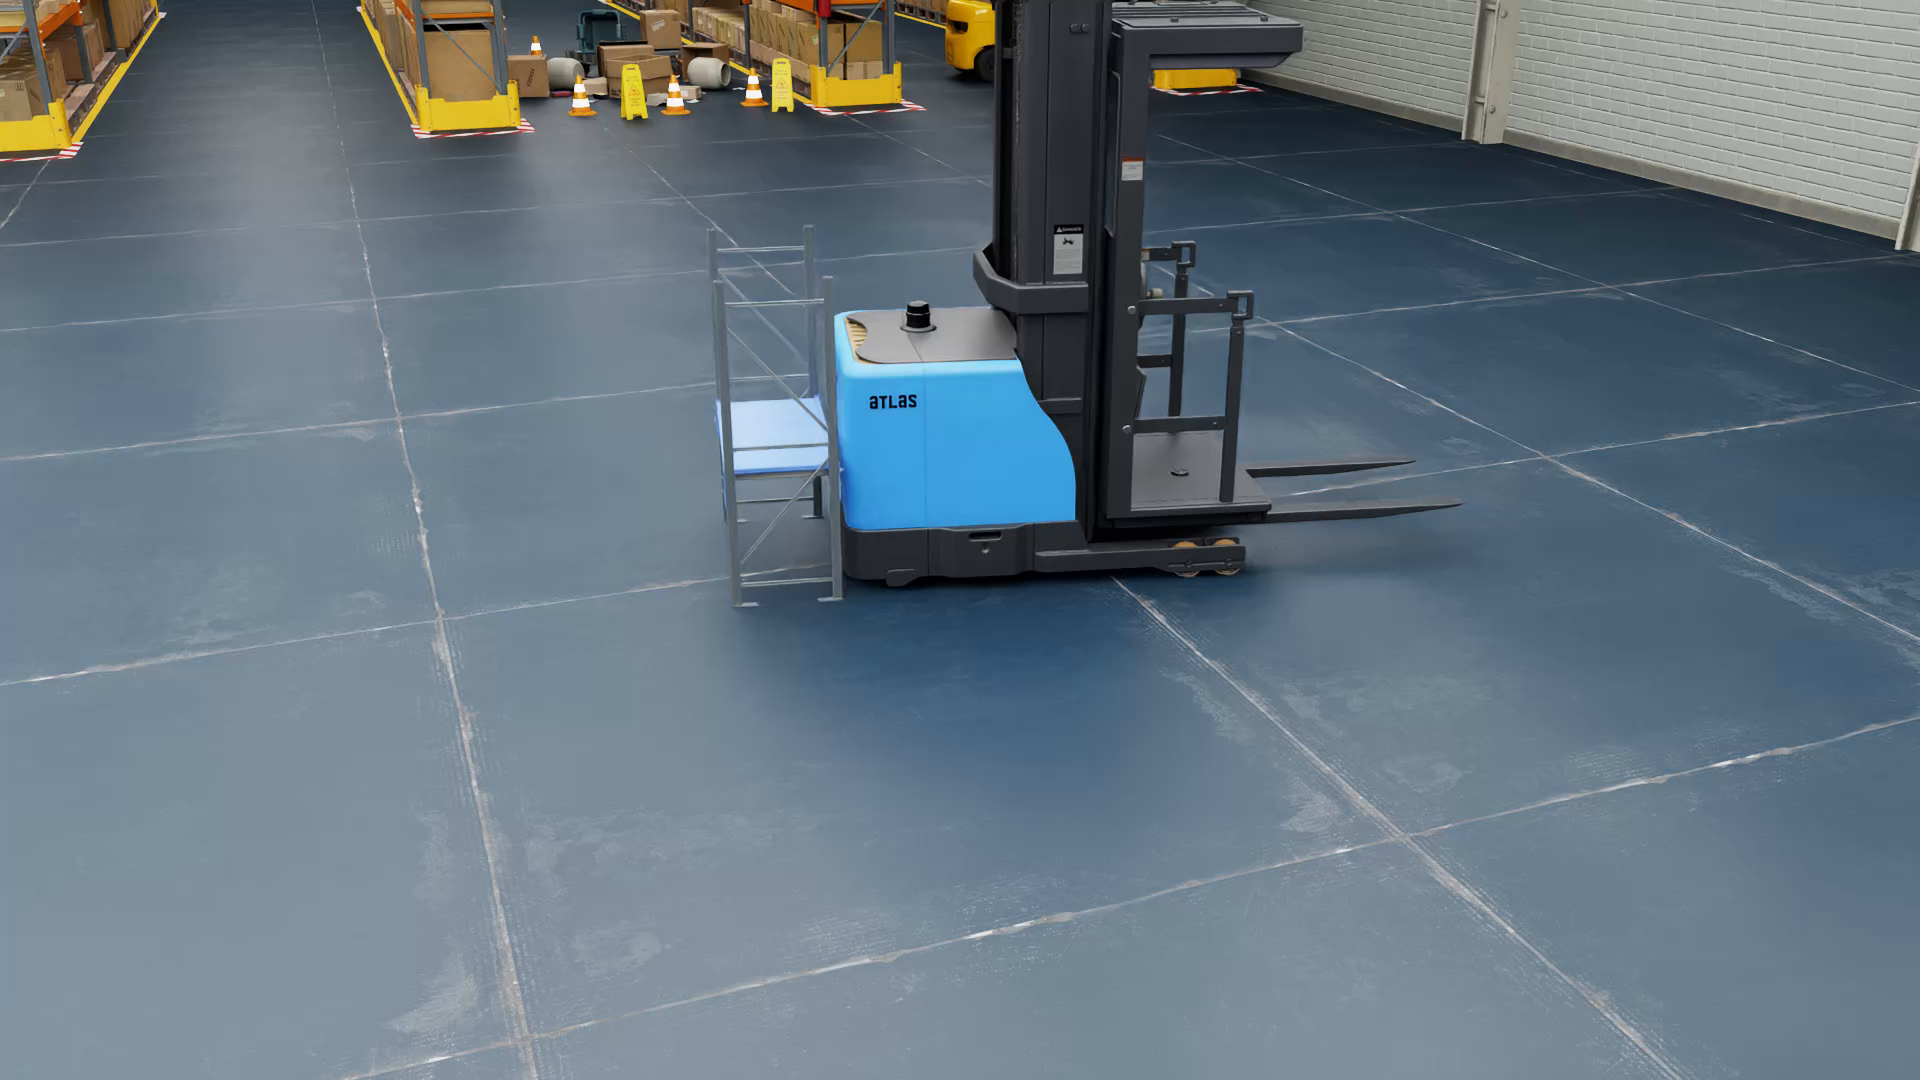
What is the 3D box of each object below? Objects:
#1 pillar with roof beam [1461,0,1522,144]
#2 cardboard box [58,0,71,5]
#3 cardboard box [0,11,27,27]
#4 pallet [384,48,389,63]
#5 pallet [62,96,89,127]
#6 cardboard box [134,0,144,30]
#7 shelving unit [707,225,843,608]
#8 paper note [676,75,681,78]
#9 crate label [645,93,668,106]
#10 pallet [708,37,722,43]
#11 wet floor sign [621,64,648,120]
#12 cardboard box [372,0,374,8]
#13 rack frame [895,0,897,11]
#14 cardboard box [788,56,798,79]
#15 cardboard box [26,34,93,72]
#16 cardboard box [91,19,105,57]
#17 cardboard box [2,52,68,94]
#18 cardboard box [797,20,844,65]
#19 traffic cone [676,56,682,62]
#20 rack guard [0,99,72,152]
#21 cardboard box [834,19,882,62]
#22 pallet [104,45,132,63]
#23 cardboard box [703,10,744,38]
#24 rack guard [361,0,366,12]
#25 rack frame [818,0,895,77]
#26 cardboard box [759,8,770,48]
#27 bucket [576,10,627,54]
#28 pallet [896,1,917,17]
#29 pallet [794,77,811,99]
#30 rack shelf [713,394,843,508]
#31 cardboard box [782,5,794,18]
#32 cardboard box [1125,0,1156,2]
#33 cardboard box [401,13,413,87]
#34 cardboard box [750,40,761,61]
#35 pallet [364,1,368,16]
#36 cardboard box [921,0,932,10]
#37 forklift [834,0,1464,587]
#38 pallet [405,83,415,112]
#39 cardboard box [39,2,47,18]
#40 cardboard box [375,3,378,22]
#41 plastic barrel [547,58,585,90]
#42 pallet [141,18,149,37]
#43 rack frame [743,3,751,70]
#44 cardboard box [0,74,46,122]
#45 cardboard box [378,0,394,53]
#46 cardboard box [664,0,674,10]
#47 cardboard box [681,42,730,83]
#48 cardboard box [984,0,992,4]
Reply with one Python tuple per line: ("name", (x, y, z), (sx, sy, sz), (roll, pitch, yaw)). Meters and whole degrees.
("pillar with roof beam", (2.000, -8.161, 16.026), (9.100, 9.000, 0.400), (-8, 24, -19))
("cardboard box", (-11.361, -6.781, 20.801), (0.380, 0.149, 0.250), (-8, 24, -19))
("cardboard box", (-10.481, -5.769, 18.399), (0.380, 0.149, 0.250), (-8, 24, -19))
("pallet", (-8.545, -7.717, 26.288), (1.003, 0.211, 1.213), (-8, 24, -19))
("pallet", (-11.311, -5.234, 20.395), (1.003, 0.211, 1.213), (-8, 24, -19))
("cardboard box", (-14.598, -9.093, 28.157), (1.225, 0.875, 0.875), (-8, 24, -19))
("shelving unit", (-0.868, -0.599, 7.740), (0.538, 1.500, 1.048), (-4, 23, -9))
("paper note", (-4.154, -6.767, 24.265), (0.148, 0.019, 0.142), (-8, 24, -19))
("crate label", (-3.945, -5.769, 21.762), (0.298, 0.136, 0.250), (18, 29, 36))
("pallet", (-3.456, -8.003, 26.967), (1.003, 0.211, 1.213), (-8, 24, -19))
("wet floor sign", (-4.065, -5.568, 20.631), (0.267, 0.644, 0.232), (-13, 26, -28))
("cardboard box", (-10.575, -9.840, 30.481), (0.380, 0.149, 0.250), (-8, 24, -18))
("rack frame", (-0.929, -12.151, 33.216), (1.000, 3.000, 0.127), (-8, 24, -19))
("cardboard box", (-2.045, -6.481, 22.763), (0.500, 0.250, 0.500), (-8, 24, -19))
("cardboard box", (-12.364, -6.655, 22.828), (0.700, 0.500, 0.500), (-8, 24, -19))
("cardboard box", (-13.174, -7.465, 24.752), (0.700, 0.500, 0.500), (-10, 25, -22))
("cardboard box", (-11.703, -5.886, 21.030), (0.500, 0.500, 0.500), (-1, 23, -2))
("cardboard box", (-1.859, -6.635, 22.165), (0.500, 0.500, 0.500), (-8, 24, -19))
("traffic cone", (-4.493, -7.651, 25.807), (0.336, 0.463, 0.334), (-8, 24, -19))
("rack guard", (-10.630, -4.624, 18.577), (1.175, 0.500, 0.348), (-8, 24, -19))
("cardboard box", (-1.367, -6.720, 22.365), (0.500, 0.500, 0.500), (-9, 25, -21))
("pallet", (-13.637, -7.667, 26.169), (1.003, 0.211, 1.213), (-8, 24, -19))
("cardboard box", (-3.700, -8.524, 27.454), (0.950, 0.372, 0.625), (-9, 24, -20))
("rack guard", (-11.553, -11.026, 33.767), (1.175, 0.500, 0.348), (-8, 24, -19))
("rack frame", (-1.332, -7.108, 21.252), (1.000, 3.000, 0.127), (-8, 24, -19))
("cardboard box", (-2.589, -7.389, 23.953), (0.500, 0.500, 0.500), (-7, 24, -17))
("bucket", (-5.135, -7.304, 23.976), (0.726, 0.611, 0.620), (0, 13, -1))
("pallet", (-0.606, -10.575, 33.069), (1.003, 0.211, 1.213), (-8, 24, -19))
("pallet", (-1.613, -6.151, 22.571), (1.003, 0.211, 1.213), (-8, 24, -19))
("rack shelf", (-0.868, -0.433, 7.810), (0.538, 0.185, 1.000), (-4, 23, -9))
("cardboard box", (-2.229, -7.246, 22.779), (0.380, 0.149, 0.250), (-7, 24, -17))
("cardboard box", (2.796, -7.930, 24.914), (0.500, 0.250, 0.500), (-9, 24, -20))
("cardboard box", (-6.862, -6.495, 21.993), (0.875, 0.875, 0.875), (-8, 24, -19))
("cardboard box", (-2.789, -7.237, 24.557), (0.500, 0.250, 0.500), (-10, 25, -21))
("pallet", (-11.299, -10.593, 33.111), (1.003, 0.211, 1.213), (-8, 24, -19))
("cardboard box", (-0.422, -10.422, 31.793), (0.500, 0.500, 0.500), (-9, 25, -21))
("forklift", (0.913, -1.375, 7.738), (3.031, 2.935, 1.130), (-3, 23, -7))
("pallet", (-6.710, -5.830, 21.809), (1.003, 0.211, 1.213), (-8, 24, -19))
("cardboard box", (-10.815, -6.135, 19.267), (0.380, 0.149, 0.250), (-8, 24, -19))
("cardboard box", (-9.965, -9.297, 29.124), (0.500, 0.500, 0.500), (-7, 24, -17))
("plastic barrel", (-5.505, -6.457, 23.024), (0.512, 0.421, 0.421), (8, 24, 18))
("pallet", (-15.038, -9.111, 29.594), (1.003, 0.211, 1.213), (-8, 24, -19))
("rack frame", (-2.745, -8.561, 24.701), (1.000, 3.000, 0.127), (-8, 24, -19))
("cardboard box", (-10.808, -5.019, 18.974), (0.500, 0.500, 0.500), (-4, 23, -9))
("cardboard box", (-8.310, -7.905, 25.499), (1.050, 0.750, 0.750), (-8, 24, -18))
("cardboard box", (-4.951, -10.141, 30.644), (0.875, 0.875, 0.875), (-8, 24, -17))
("cardboard box", (-3.640, -6.835, 23.819), (0.500, 0.500, 0.500), (8, 24, 18))
("cardboard box", (0.930, -9.332, 29.045), (0.875, 0.625, 0.625), (-8, 24, -17))
